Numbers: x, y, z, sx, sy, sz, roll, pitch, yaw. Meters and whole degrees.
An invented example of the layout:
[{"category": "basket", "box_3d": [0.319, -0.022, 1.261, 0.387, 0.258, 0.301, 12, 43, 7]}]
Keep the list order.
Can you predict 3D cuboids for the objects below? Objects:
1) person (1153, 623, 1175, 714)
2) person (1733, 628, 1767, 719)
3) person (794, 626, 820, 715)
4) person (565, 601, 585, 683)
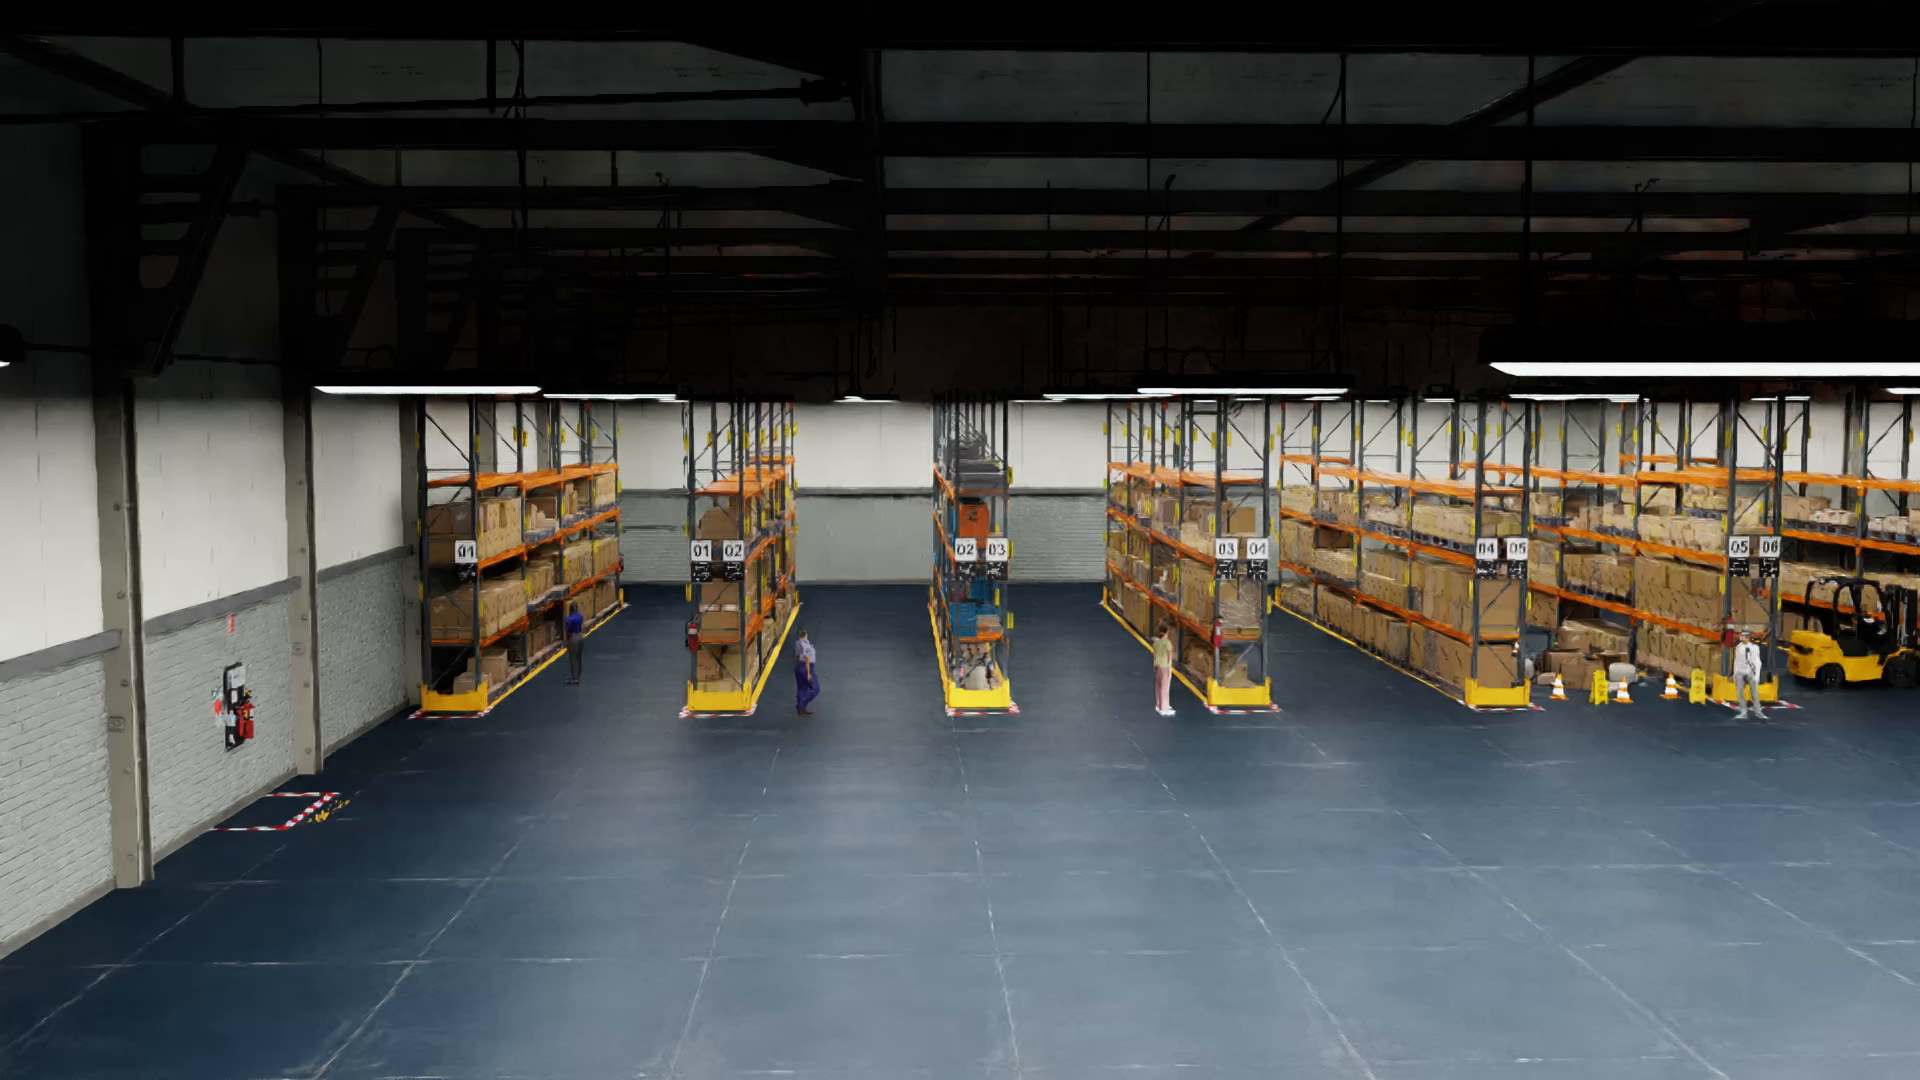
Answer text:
[{"category": "person", "box_3d": [3.800, 2.365, 30.801, 0.432, 1.673, 0.499, -3, 6, -33]}, {"category": "person", "box_3d": [14.386, 2.431, 30.295, 0.528, 1.668, 0.572, -3, 5, -30]}, {"category": "person", "box_3d": [-2.866, 2.414, 30.544, 0.437, 1.645, 0.531, -3, 5, -30]}, {"category": "person", "box_3d": [-7.985, 2.089, 34.294, 0.467, 1.661, 0.497, 3, 5, 29]}]
